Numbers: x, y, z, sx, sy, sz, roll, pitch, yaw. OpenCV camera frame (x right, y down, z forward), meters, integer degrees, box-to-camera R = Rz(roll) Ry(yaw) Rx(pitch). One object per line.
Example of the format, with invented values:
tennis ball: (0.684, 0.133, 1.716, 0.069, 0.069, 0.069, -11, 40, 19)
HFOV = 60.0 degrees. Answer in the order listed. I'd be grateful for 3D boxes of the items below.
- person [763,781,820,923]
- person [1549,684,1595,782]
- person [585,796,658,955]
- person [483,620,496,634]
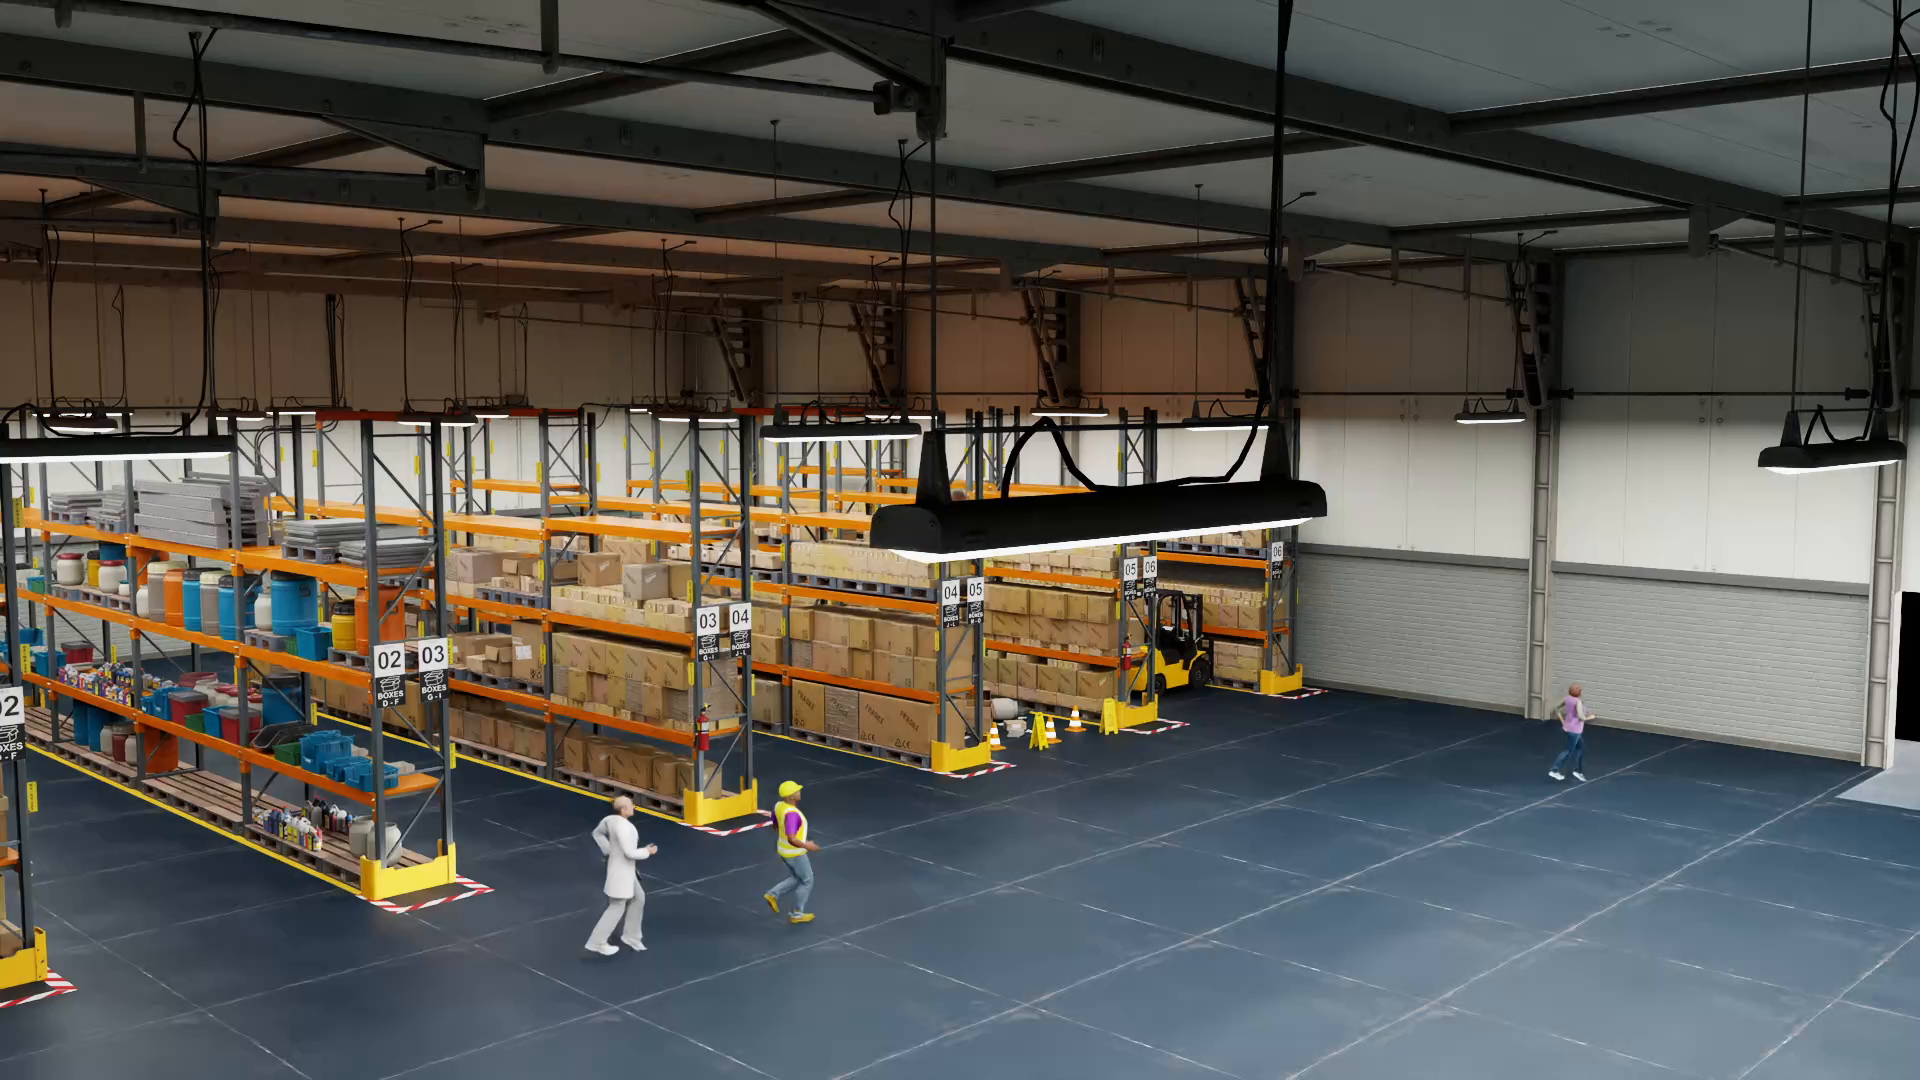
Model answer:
person: (-2.025, 3.717, 19.821, 0.609, 1.717, 0.697, -2, 5, -22)
person: (9.923, 3.153, 26.967, 0.729, 1.612, 0.525, 0, 5, -1)
person: (-3.822, 3.805, 18.723, 0.836, 1.869, 0.735, -2, 5, -21)
person: (-11.529, 1.897, 40.753, 0.571, 1.653, 0.550, 4, 6, 38)
